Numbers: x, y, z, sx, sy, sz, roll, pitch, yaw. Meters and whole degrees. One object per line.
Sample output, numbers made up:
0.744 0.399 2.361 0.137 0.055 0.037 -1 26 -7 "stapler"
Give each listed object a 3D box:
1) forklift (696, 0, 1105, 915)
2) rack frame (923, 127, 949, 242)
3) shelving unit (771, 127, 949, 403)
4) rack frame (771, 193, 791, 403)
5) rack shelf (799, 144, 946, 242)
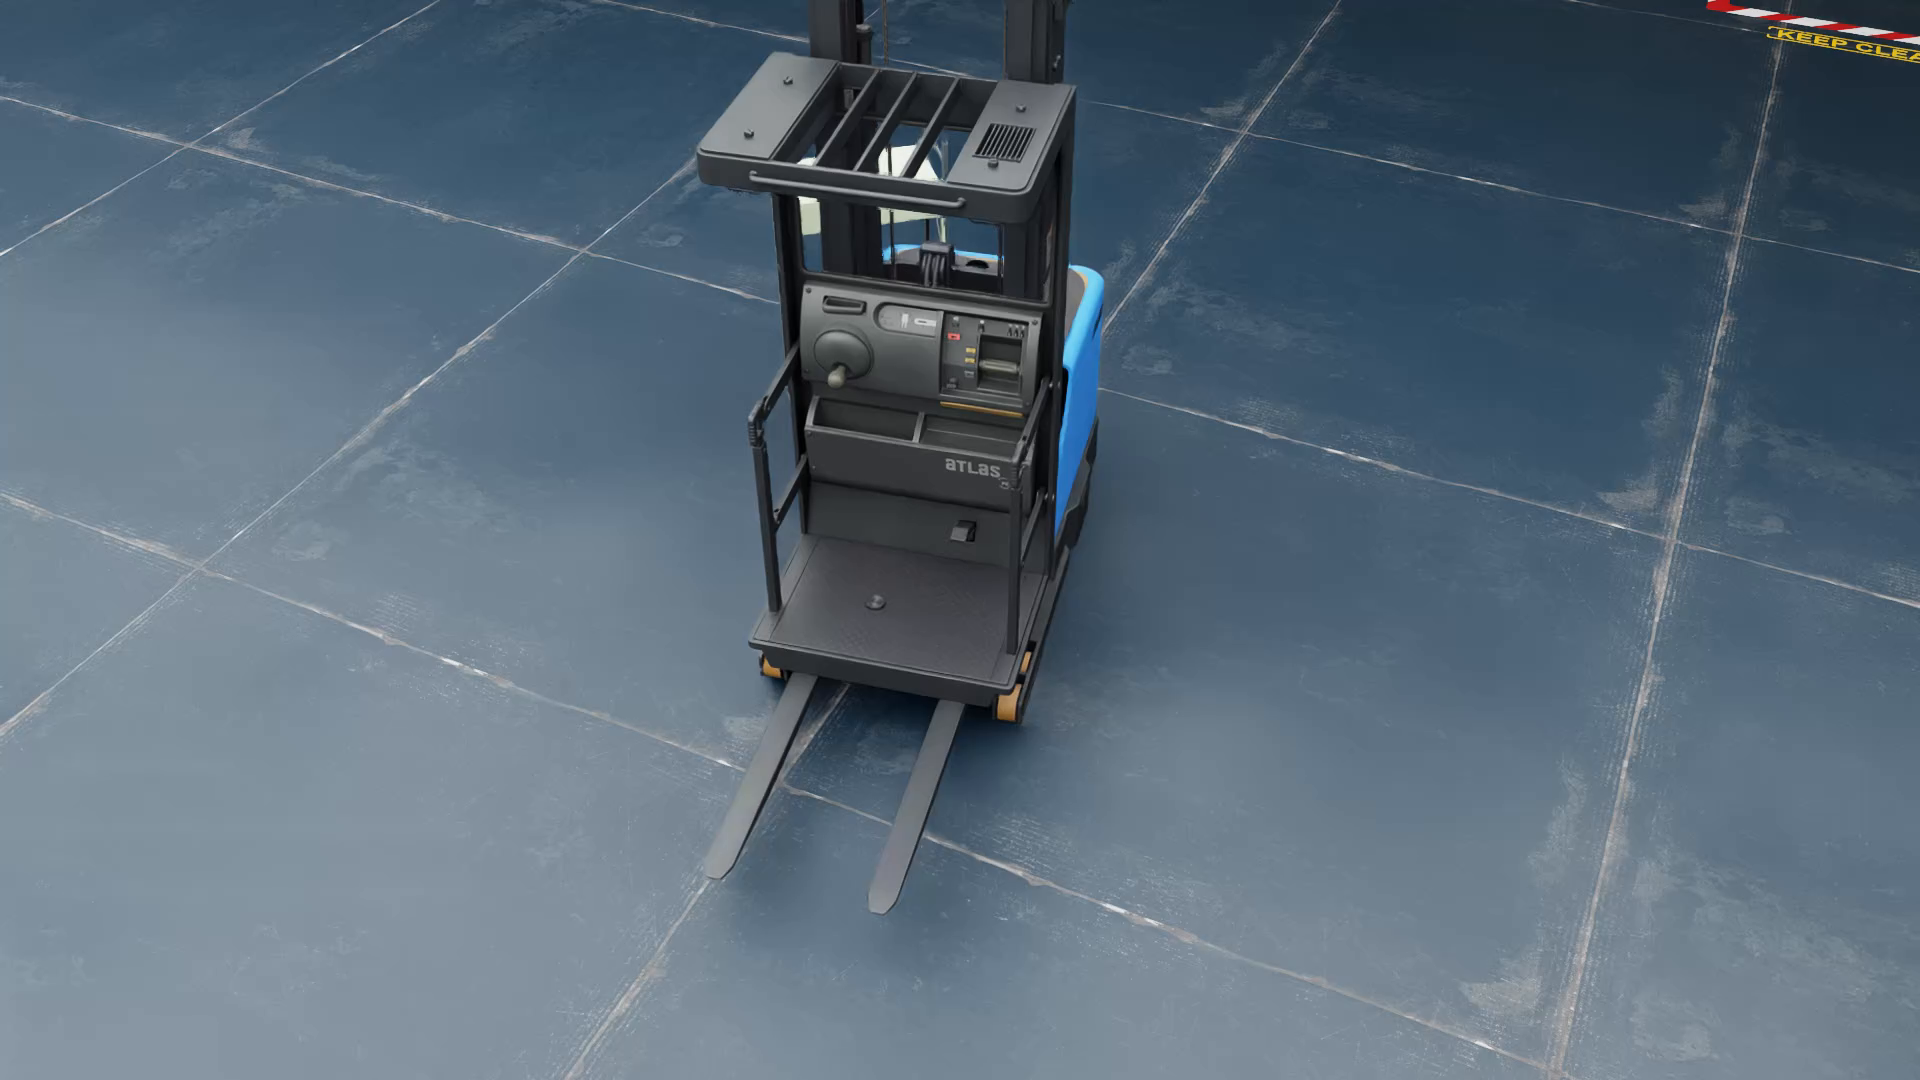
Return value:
-0.206 -0.649 6.145 1.130 2.935 3.031 10 42 11 "forklift"
-0.113 -1.317 8.008 0.023 1.500 0.400 -10 42 -11 "rack frame"
-0.467 -1.255 7.937 0.755 1.500 0.431 -10 42 -11 "shelving unit"
-0.820 -1.193 7.865 0.023 1.500 0.400 -10 42 -11 "rack frame"
-0.467 -1.550 7.681 0.720 0.370 0.431 -10 42 -11 "rack shelf"
